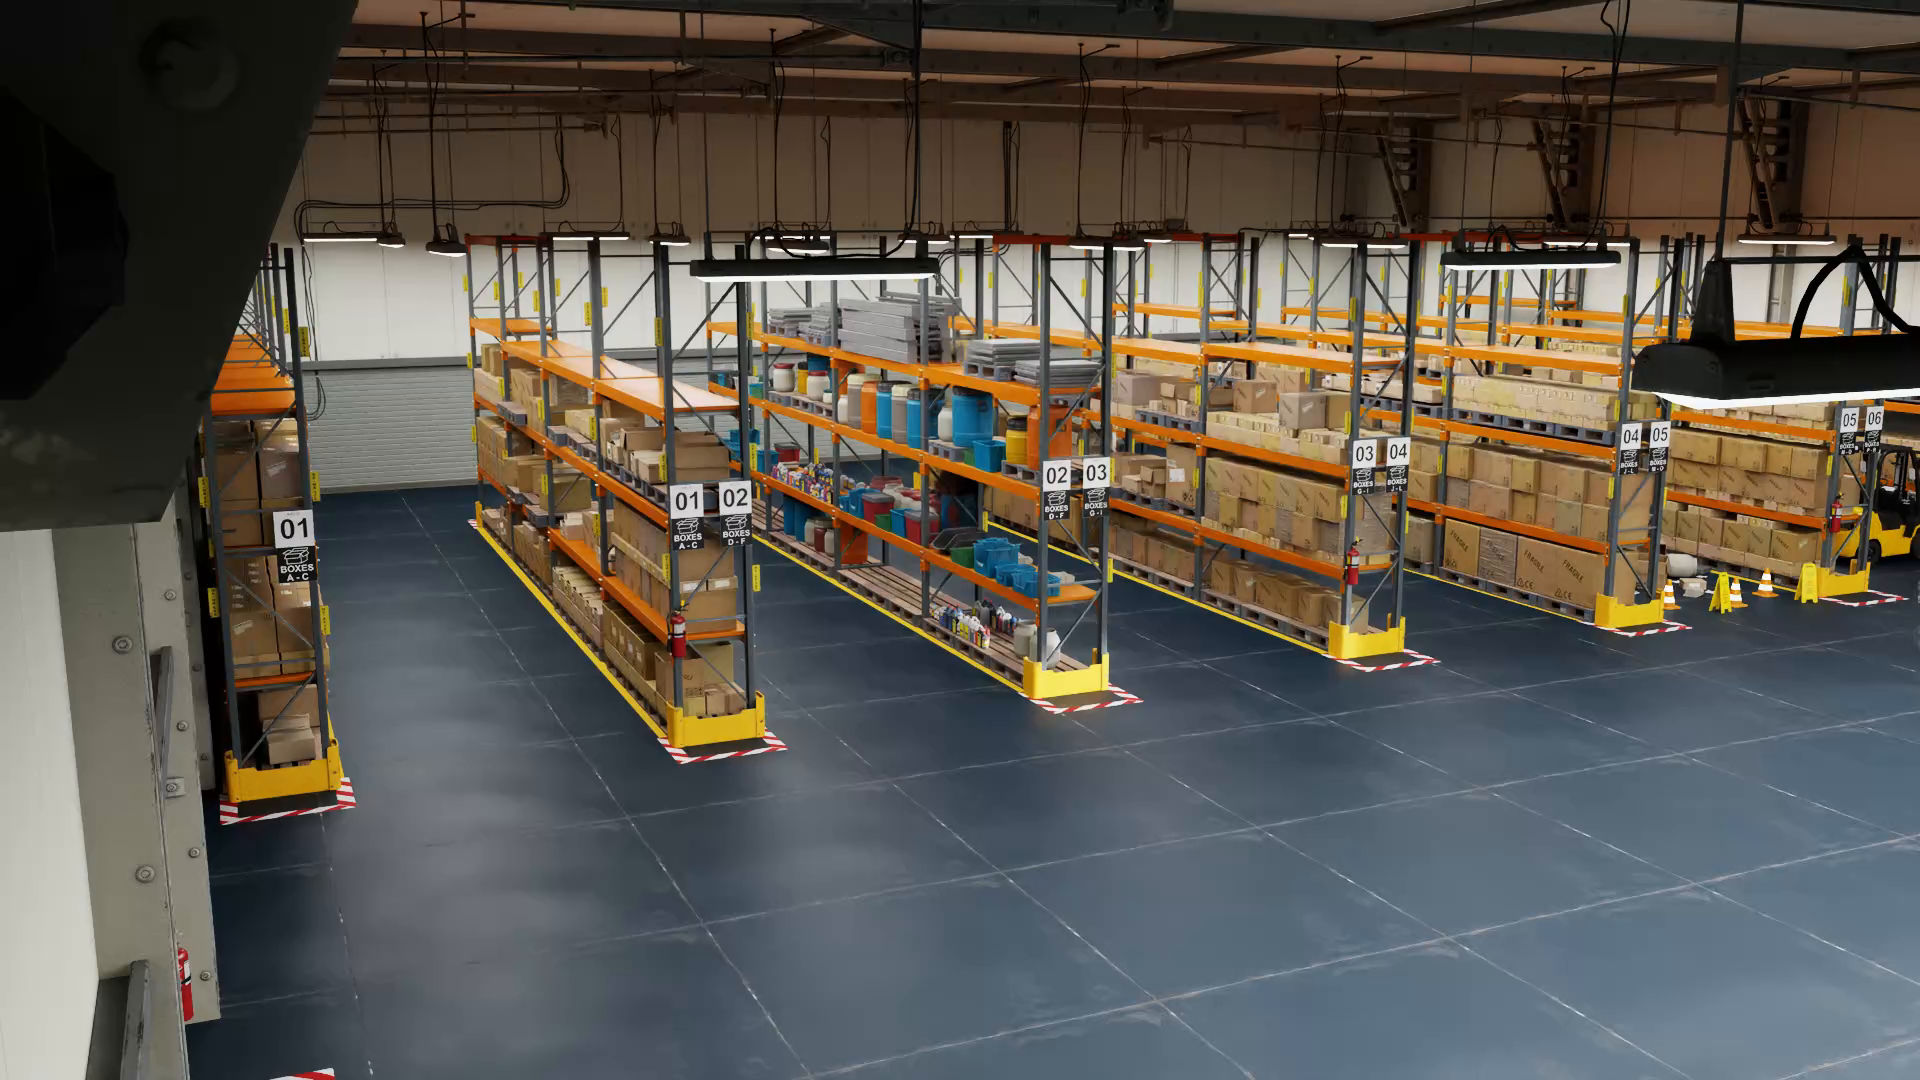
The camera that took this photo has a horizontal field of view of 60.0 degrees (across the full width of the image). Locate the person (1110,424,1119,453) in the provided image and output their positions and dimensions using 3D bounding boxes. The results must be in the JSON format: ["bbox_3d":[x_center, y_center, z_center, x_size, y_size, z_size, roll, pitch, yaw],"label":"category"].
[{"bbox_3d":[3.350,-1.855,38.026,0.724,1.780,0.870,-5,12,-23],"label":"person"}]
